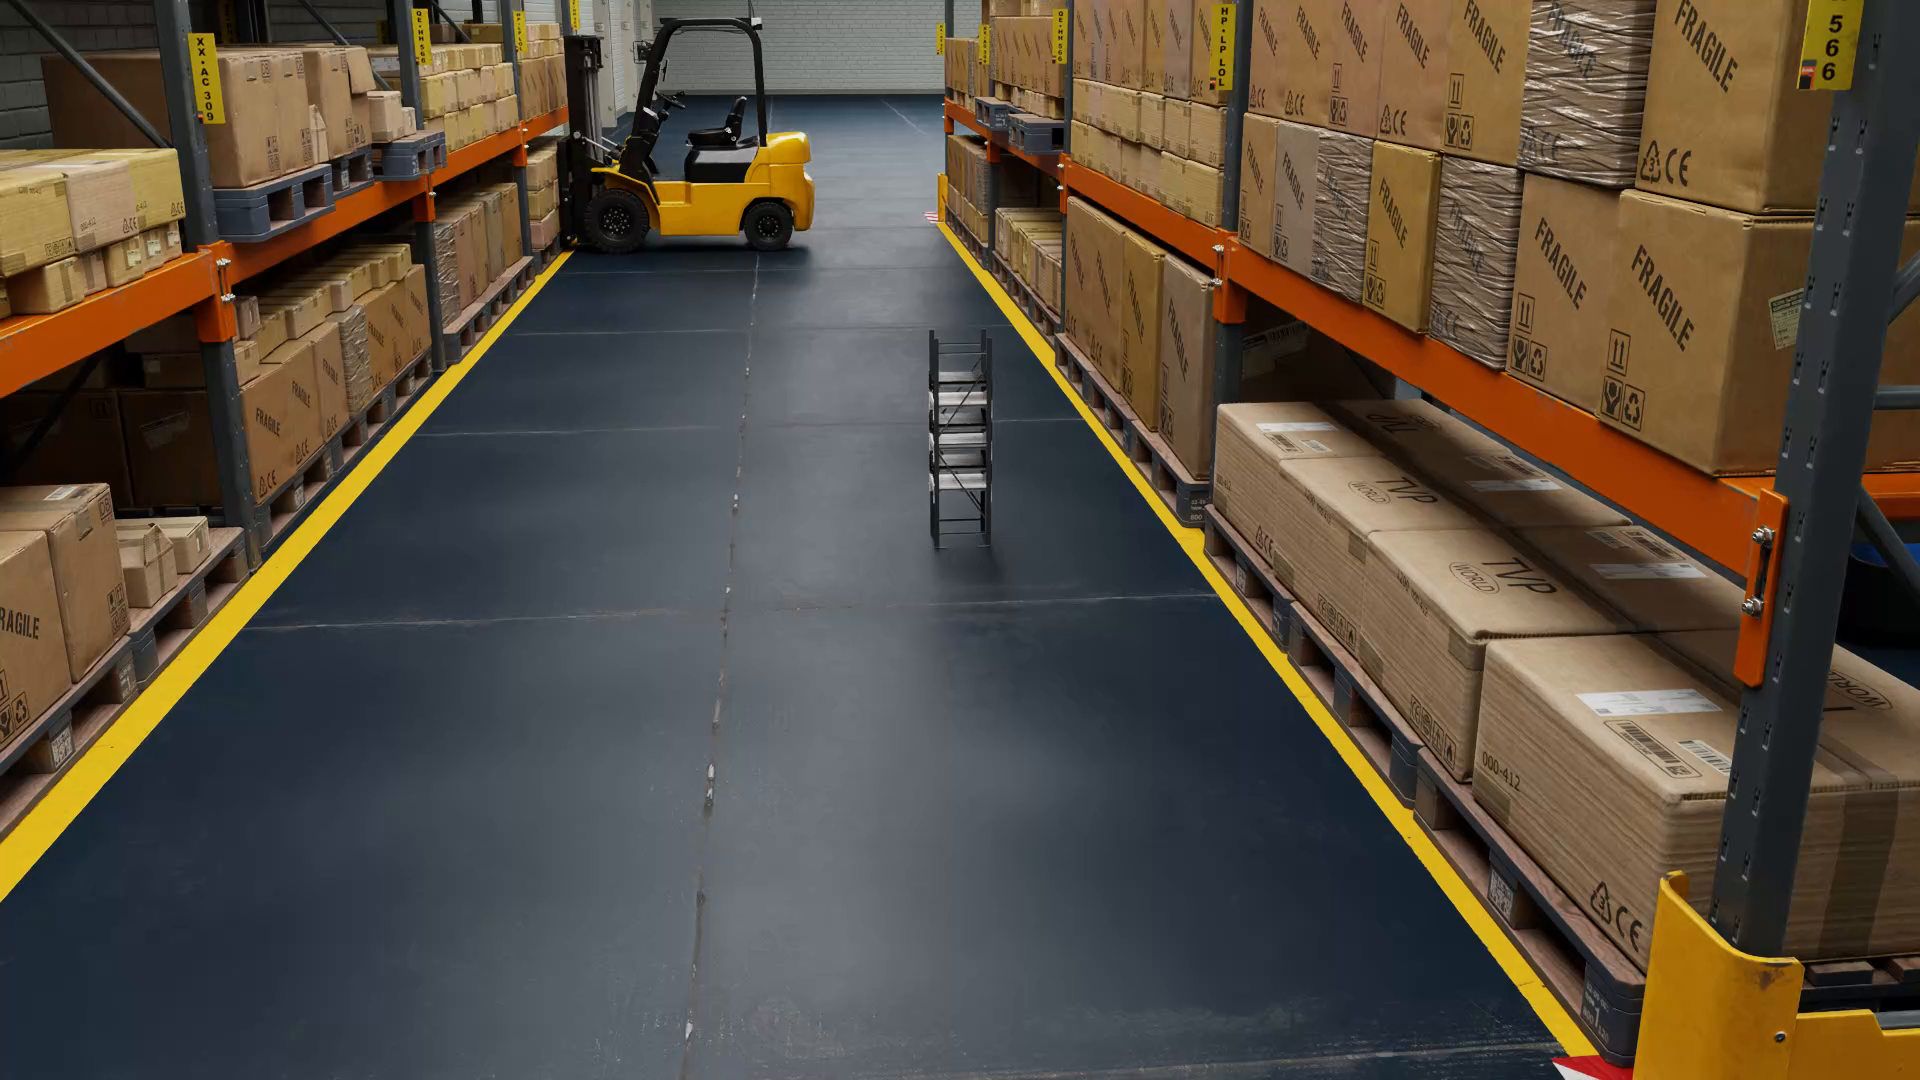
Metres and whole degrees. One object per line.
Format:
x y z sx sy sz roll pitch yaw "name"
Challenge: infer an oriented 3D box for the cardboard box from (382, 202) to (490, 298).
-3.968 -2.133 12.227 0.875 0.625 0.625 -3 18 -8 "cardboard box"

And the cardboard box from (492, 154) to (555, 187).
-3.966 -3.348 15.054 0.500 0.250 0.500 -2 18 -6 "cardboard box"

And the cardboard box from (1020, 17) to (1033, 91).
0.723 -3.460 11.824 0.500 0.500 0.500 -3 18 -9 "cardboard box"

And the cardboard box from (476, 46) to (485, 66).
-3.788 -3.633 12.492 0.380 0.149 0.250 -2 18 -7 "cardboard box"

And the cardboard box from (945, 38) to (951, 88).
0.112 -5.062 17.630 0.500 0.500 0.500 -2 18 -6 "cardboard box"

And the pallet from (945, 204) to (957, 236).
0.395 -3.426 17.737 1.003 0.211 1.213 -2 18 -6 "pallet"

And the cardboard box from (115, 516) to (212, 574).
-3.011 0.024 6.151 0.380 0.149 0.250 -2 18 -7 "cardboard box"

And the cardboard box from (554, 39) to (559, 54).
-4.262 -4.976 16.769 0.380 0.149 0.250 -1 17 -5 "cardboard box"

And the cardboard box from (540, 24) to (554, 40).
-4.120 -4.890 15.997 0.380 0.149 0.250 -1 17 -5 "cardboard box"

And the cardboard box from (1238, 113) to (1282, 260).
1.365 -1.347 6.292 0.500 0.500 0.500 -1 17 -4 "cardboard box"

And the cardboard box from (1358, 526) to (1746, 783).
1.719 0.301 4.787 0.875 0.438 0.875 -1 17 -4 "cardboard box"

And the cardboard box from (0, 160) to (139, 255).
-2.999 -1.070 5.331 0.500 0.250 0.500 -2 18 -5 "cardboard box"

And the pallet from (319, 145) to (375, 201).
-3.568 -1.813 8.266 1.003 0.211 1.213 -2 18 -6 "pallet"

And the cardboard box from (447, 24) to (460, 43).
-4.503 -4.337 14.237 0.380 0.149 0.250 -2 18 -7 "cardboard box"

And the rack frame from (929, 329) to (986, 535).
-0.010 -0.457 7.131 0.240 0.900 0.006 -2 18 -6 "rack frame"

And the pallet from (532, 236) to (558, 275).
-4.226 -2.584 15.055 1.003 0.211 1.213 -2 18 -6 "pallet"

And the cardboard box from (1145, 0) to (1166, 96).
1.187 -2.403 7.986 0.500 0.500 0.500 -1 17 -4 "cardboard box"

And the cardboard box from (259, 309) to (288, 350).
-3.318 -0.962 7.624 0.380 0.149 0.250 -2 18 -7 "cardboard box"

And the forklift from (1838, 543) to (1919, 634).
3.910 -1.434 6.851 1.130 2.935 3.031 2 18 8 "forklift"

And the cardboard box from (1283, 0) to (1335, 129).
1.431 -1.672 5.658 0.500 0.500 0.500 -2 18 -6 "cardboard box"

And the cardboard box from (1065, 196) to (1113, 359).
1.153 -1.617 10.166 0.875 0.875 0.875 -2 18 -6 "cardboard box"

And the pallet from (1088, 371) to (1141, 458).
1.293 -0.708 9.081 1.003 0.211 1.213 -2 18 -6 "pallet"

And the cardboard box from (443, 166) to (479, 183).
-4.428 -3.182 14.526 0.500 0.250 0.500 -1 17 -5 "cardboard box"

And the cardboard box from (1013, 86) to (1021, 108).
0.601 -3.347 12.550 0.380 0.149 0.250 -1 17 -4 "cardboard box"

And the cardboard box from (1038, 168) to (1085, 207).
0.959 -3.261 15.193 0.500 0.500 0.500 -1 17 -3 "cardboard box"

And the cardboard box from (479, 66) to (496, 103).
-3.773 -3.399 12.412 0.500 0.250 0.500 -1 17 -5 "cardboard box"

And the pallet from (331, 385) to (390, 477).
-3.611 -0.568 8.633 1.003 0.211 1.213 -2 18 -6 "pallet"

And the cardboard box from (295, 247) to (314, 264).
-4.029 -1.637 9.771 0.380 0.149 0.250 -1 17 -3 "cardboard box"

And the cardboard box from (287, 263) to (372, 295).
-3.446 -1.422 9.088 0.380 0.149 0.250 -1 17 -4 "cardboard box"

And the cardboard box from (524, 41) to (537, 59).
-3.991 -4.366 14.826 0.380 0.149 0.250 -1 17 -4 "cardboard box"

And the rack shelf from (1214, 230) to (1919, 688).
1.783 -0.508 4.988 1.077 0.370 4.000 -2 18 -6 "rack shelf"

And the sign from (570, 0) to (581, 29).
-4.057 -5.546 17.506 0.100 0.325 0.005 -2 18 -6 "sign"

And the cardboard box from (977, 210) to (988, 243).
0.423 -2.887 15.254 0.500 0.250 0.500 -1 17 -3 "cardboard box"

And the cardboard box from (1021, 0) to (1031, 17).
0.663 -4.058 12.649 0.380 0.149 0.250 -1 17 -3 "cardboard box"

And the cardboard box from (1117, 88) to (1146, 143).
1.101 -2.193 8.569 0.500 0.250 0.500 -1 17 -5 "cardboard box"

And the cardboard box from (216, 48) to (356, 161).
-3.322 -2.080 7.926 0.700 0.500 0.500 -2 18 -6 "cardboard box"

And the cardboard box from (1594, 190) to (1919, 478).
1.676 -0.439 3.399 0.500 0.500 0.500 -2 18 -5 "cardboard box"

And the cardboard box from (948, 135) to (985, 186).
0.150 -4.013 17.588 0.500 0.500 0.500 -2 18 -7 "cardboard box"

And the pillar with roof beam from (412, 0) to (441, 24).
-1.141 -7.628 16.450 9.100 9.000 0.400 -2 18 -6 "pillar with roof beam"

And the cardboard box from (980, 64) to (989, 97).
0.458 -4.145 14.708 0.500 0.500 0.500 -2 18 -7 "cardboard box"

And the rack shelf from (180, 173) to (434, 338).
-3.566 -1.545 8.292 1.077 0.370 4.000 -2 18 -6 "rack shelf"

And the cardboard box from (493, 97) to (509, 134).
-3.816 -3.313 12.972 0.500 0.250 0.500 -2 18 -6 "cardboard box"

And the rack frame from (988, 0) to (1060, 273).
0.752 -3.830 14.370 1.000 3.000 0.127 -2 18 -6 "rack frame"

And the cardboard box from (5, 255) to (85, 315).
-2.922 -0.778 5.066 0.380 0.149 0.250 -2 18 -6 "cardboard box"

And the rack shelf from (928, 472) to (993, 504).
0.001 -0.223 7.098 0.258 0.077 0.200 -2 18 -6 "rack shelf"

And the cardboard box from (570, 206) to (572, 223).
-4.075 -3.174 16.169 0.500 0.250 0.500 -1 17 -4 "cardboard box"

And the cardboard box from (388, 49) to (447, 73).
-3.633 -3.178 11.043 0.380 0.149 0.250 -2 17 -5 "cardboard box"

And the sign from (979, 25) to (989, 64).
0.213 -4.224 14.180 0.100 0.325 0.005 -2 18 -6 "sign"

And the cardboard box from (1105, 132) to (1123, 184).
1.083 -2.105 9.124 0.500 0.250 0.500 -1 17 -4 "cardboard box"

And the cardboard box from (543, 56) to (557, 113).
-4.126 -4.320 15.763 0.500 0.500 0.500 -2 18 -5 "cardboard box"

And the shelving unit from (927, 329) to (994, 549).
0.001 -0.427 7.035 0.258 0.900 0.210 -2 18 -6 "shelving unit"

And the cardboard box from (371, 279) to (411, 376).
-3.474 -1.223 9.538 0.500 0.500 0.500 -2 18 -6 "cardboard box"
